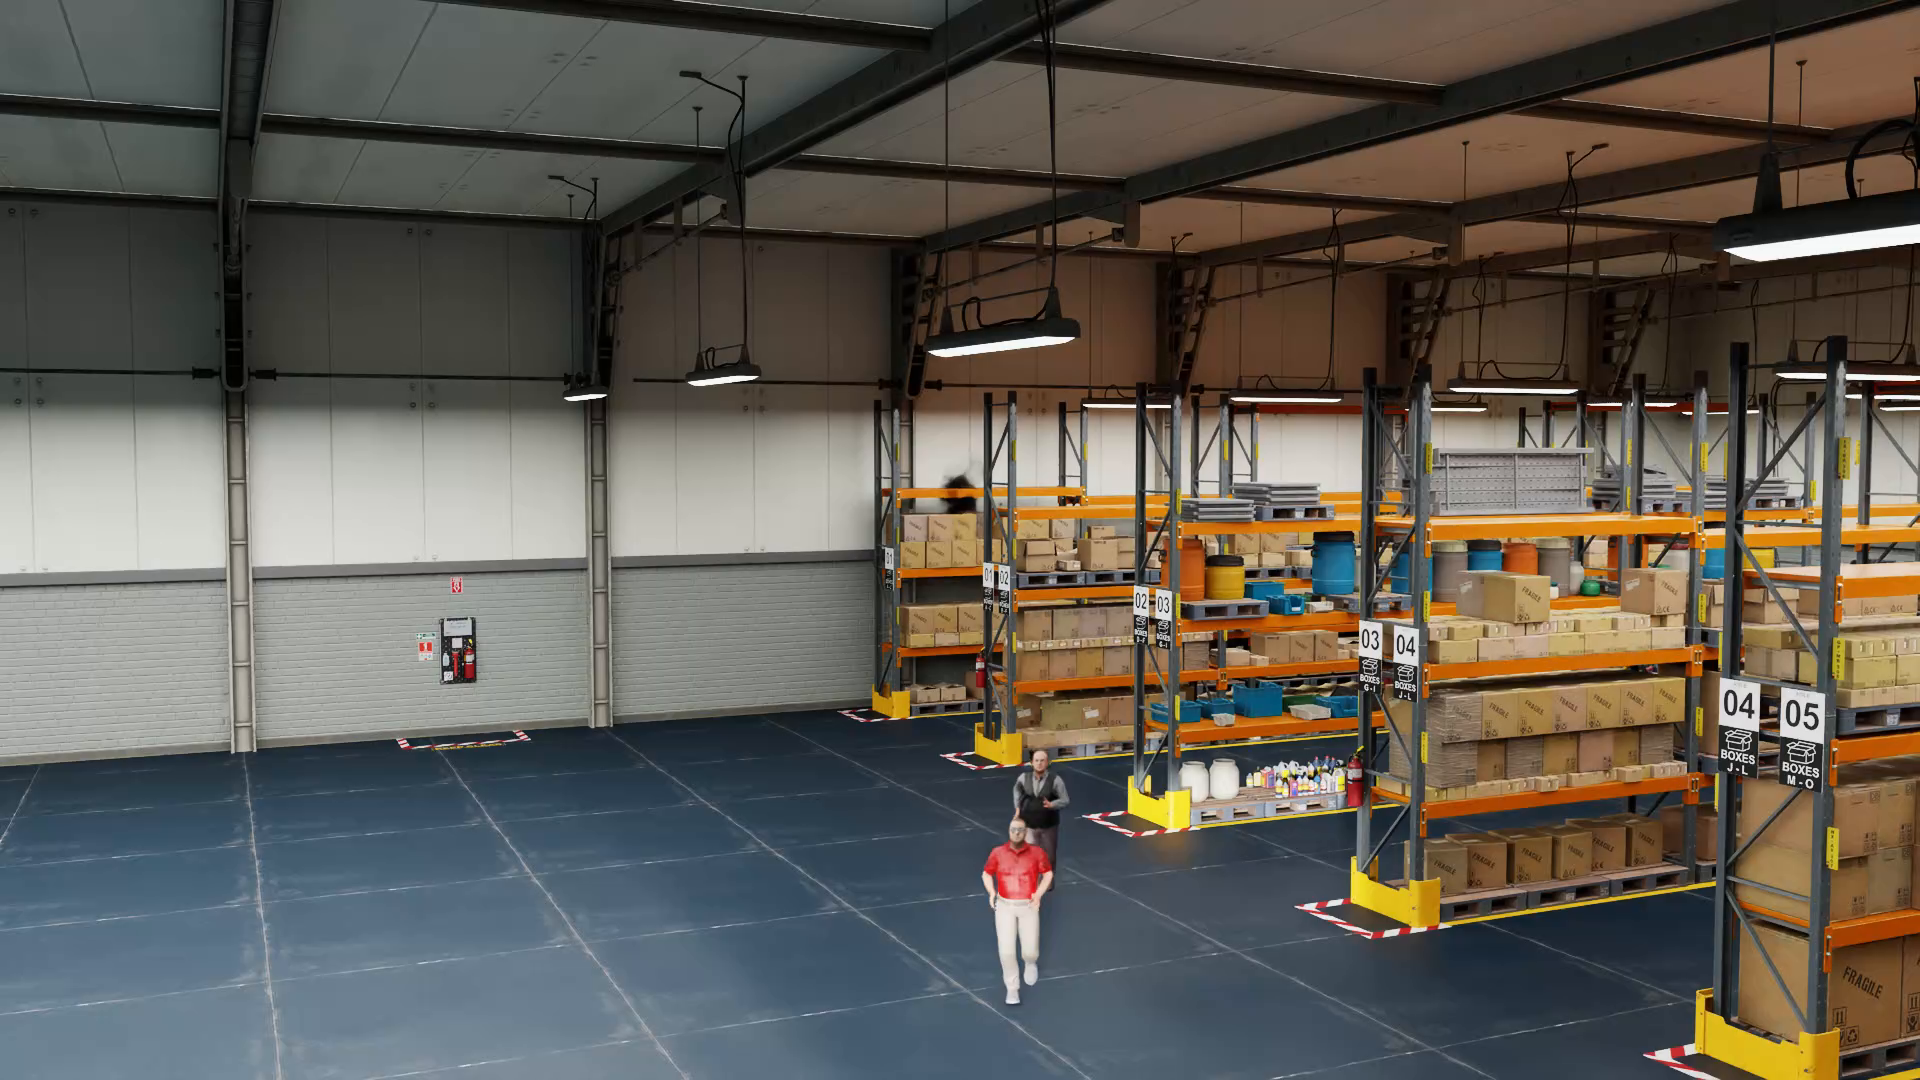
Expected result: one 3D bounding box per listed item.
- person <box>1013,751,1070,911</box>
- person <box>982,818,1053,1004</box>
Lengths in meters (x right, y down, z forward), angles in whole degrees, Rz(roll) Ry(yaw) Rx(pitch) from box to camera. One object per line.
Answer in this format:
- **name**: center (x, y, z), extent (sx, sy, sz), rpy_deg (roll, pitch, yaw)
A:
- **person**: center (0.901, 3.198, 18.572), extent (0.656, 1.706, 0.952), rpy_deg (0, 3, 8)
- **person**: center (0.522, 3.421, 15.470), extent (0.649, 1.672, 0.608), rpy_deg (0, 3, 6)
